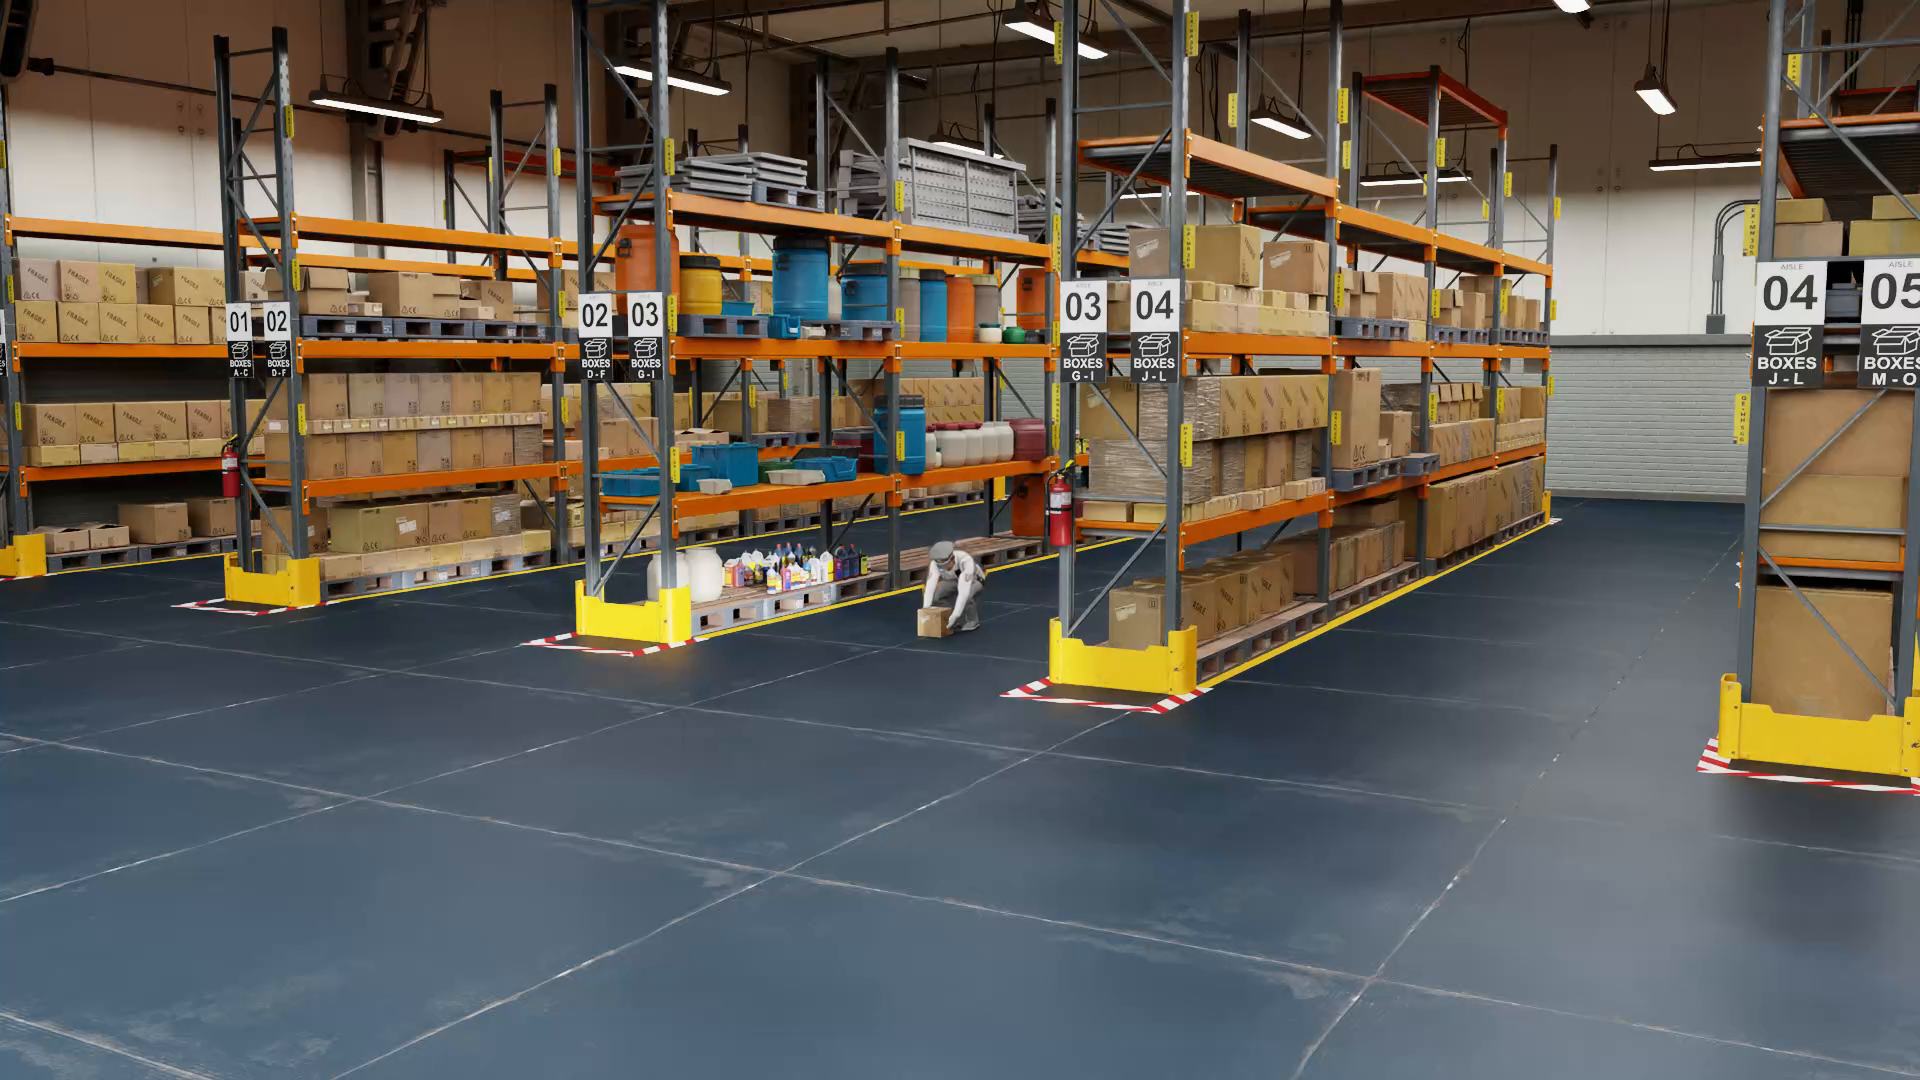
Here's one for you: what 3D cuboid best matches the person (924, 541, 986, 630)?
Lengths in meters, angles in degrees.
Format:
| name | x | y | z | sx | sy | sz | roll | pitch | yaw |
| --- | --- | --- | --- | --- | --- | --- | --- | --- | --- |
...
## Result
| name | x | y | z | sx | sy | sz | roll | pitch | yaw |
| --- | --- | --- | --- | --- | --- | --- | --- | --- | --- |
| person | -0.052 | 0.430 | 15.985 | 0.486 | 0.899 | 0.856 | 3 | 7 | 28 |
